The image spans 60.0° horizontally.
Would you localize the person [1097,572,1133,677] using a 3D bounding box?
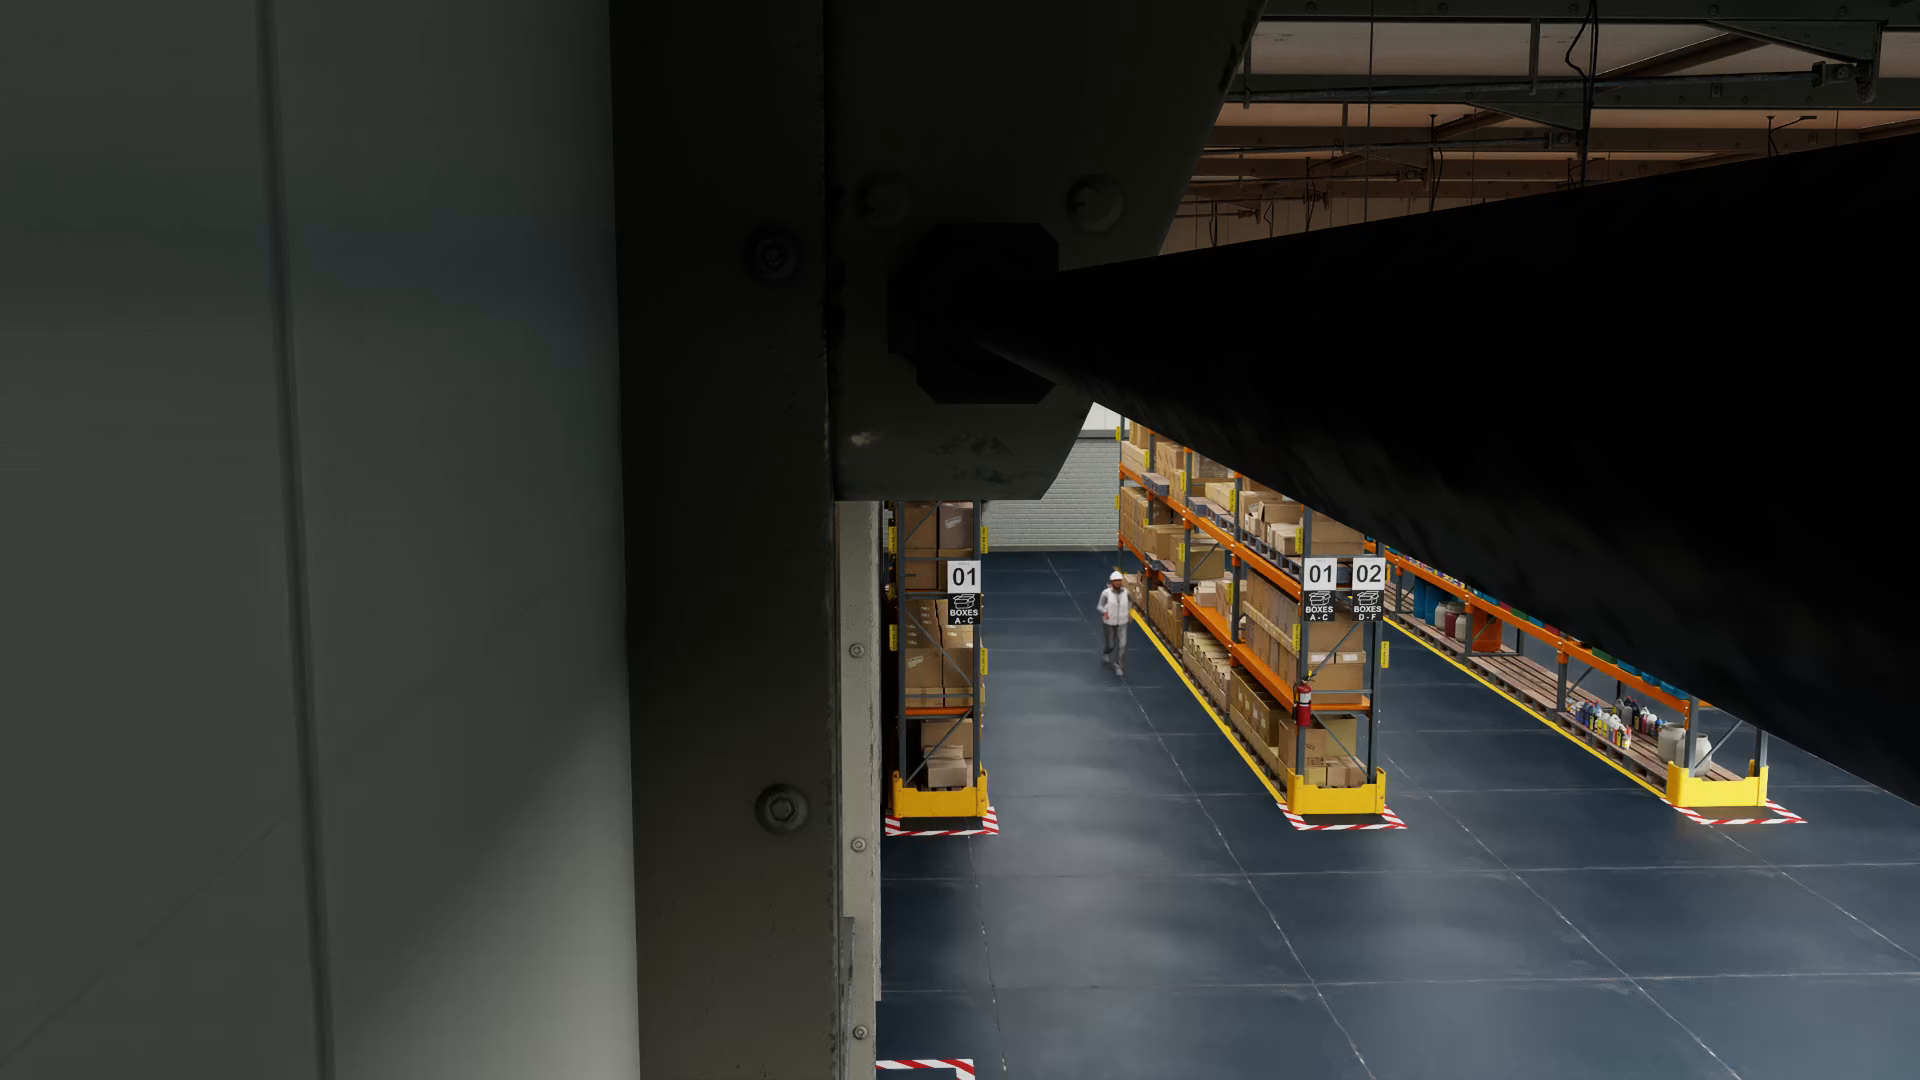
[{"bbox_3d":[2.645,1.392,28.368,0.650,1.754,0.876,-1,8,-8],"label":"person"}]
